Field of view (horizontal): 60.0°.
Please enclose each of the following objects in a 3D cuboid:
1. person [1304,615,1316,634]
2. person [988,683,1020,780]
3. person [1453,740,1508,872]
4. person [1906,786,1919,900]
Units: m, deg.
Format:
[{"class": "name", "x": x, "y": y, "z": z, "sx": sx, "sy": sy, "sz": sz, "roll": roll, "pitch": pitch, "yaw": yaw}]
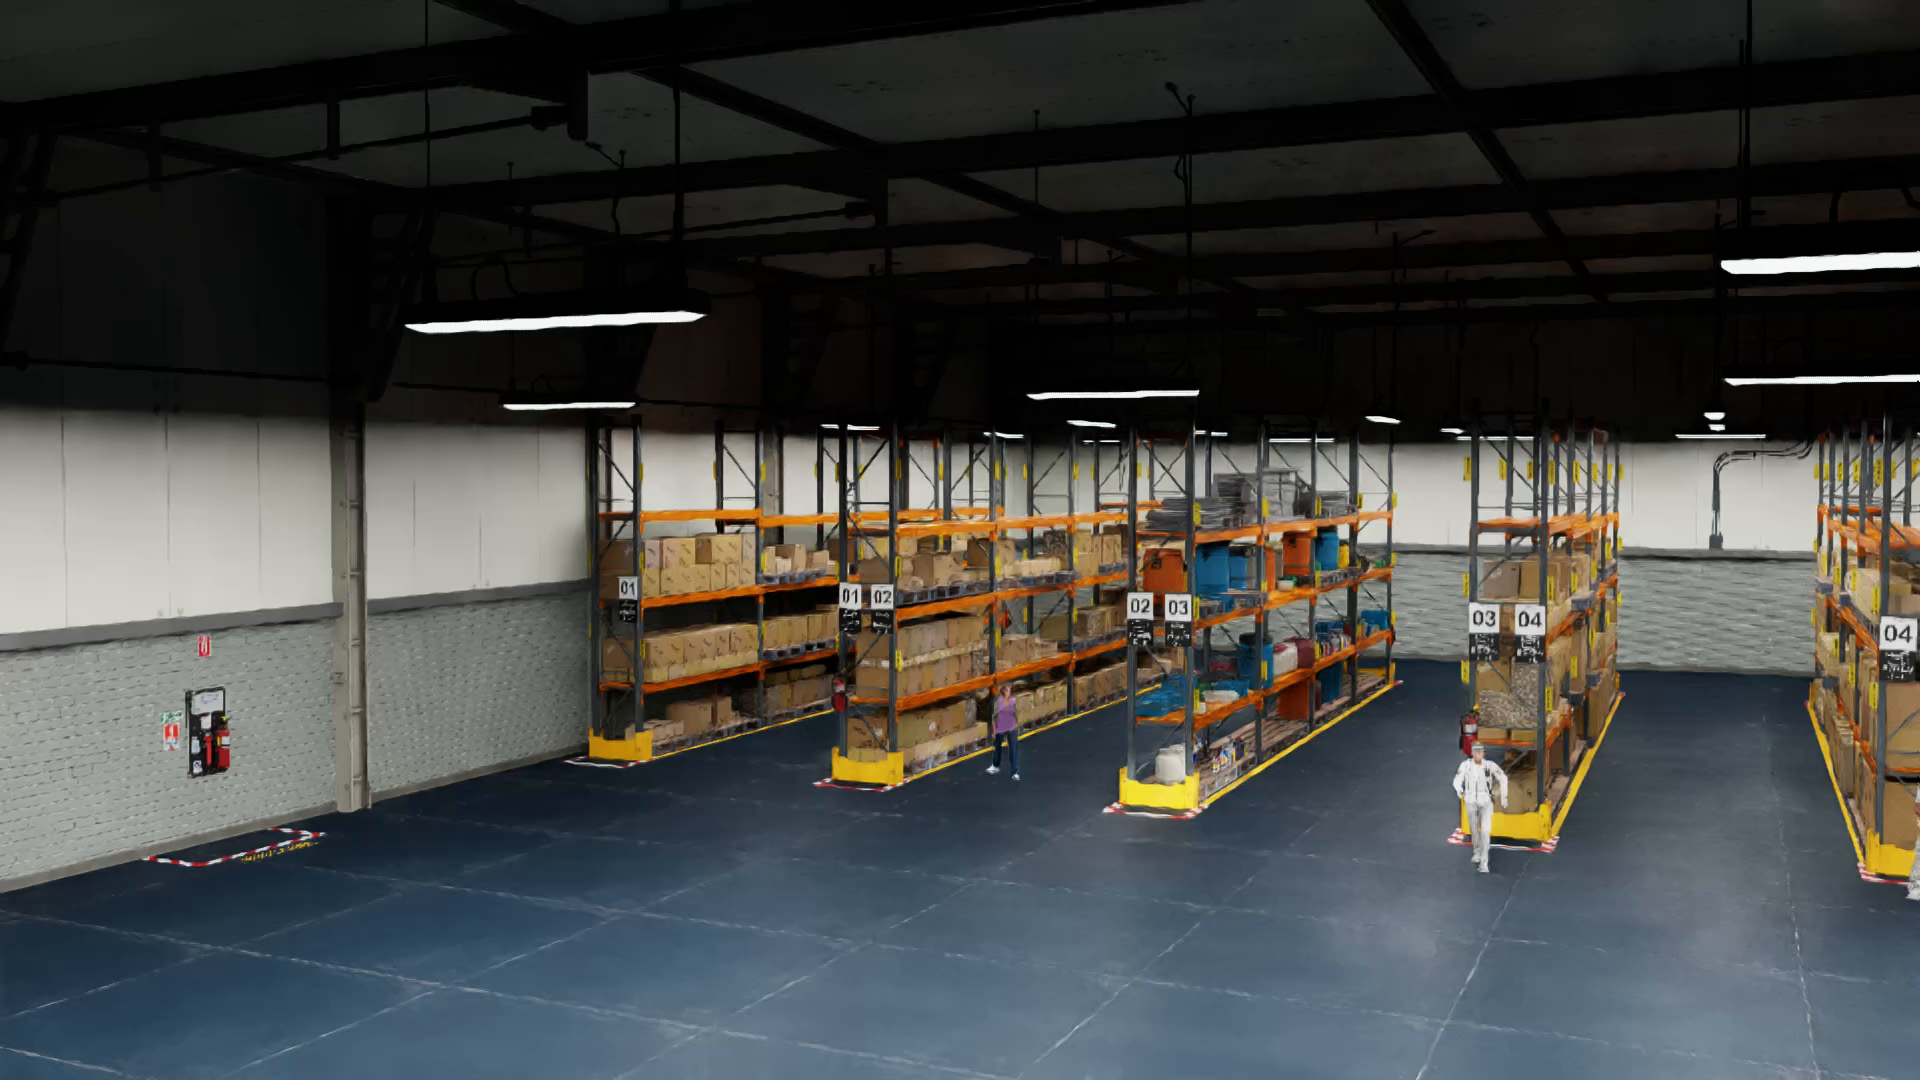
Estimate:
[{"class": "person", "x": 7.925, "y": 2.554, "z": 37.527, "sx": 0.588, "sy": 1.785, "sz": 0.667, "roll": 2, "pitch": 3, "yaw": 43}, {"class": "person", "x": 0.711, "y": 3.110, "z": 27.143, "sx": 0.488, "sy": 1.529, "sz": 0.862, "roll": 0, "pitch": 2, "yaw": -3}, {"class": "person", "x": 6.588, "y": 3.322, "z": 21.090, "sx": 0.636, "sy": 1.621, "sz": 0.814, "roll": 1, "pitch": 3, "yaw": 30}, {"class": "person", "x": 11.303, "y": 3.344, "z": 19.123, "sx": 0.704, "sy": 1.717, "sz": 0.810, "roll": 0, "pitch": 2, "yaw": 6}]
